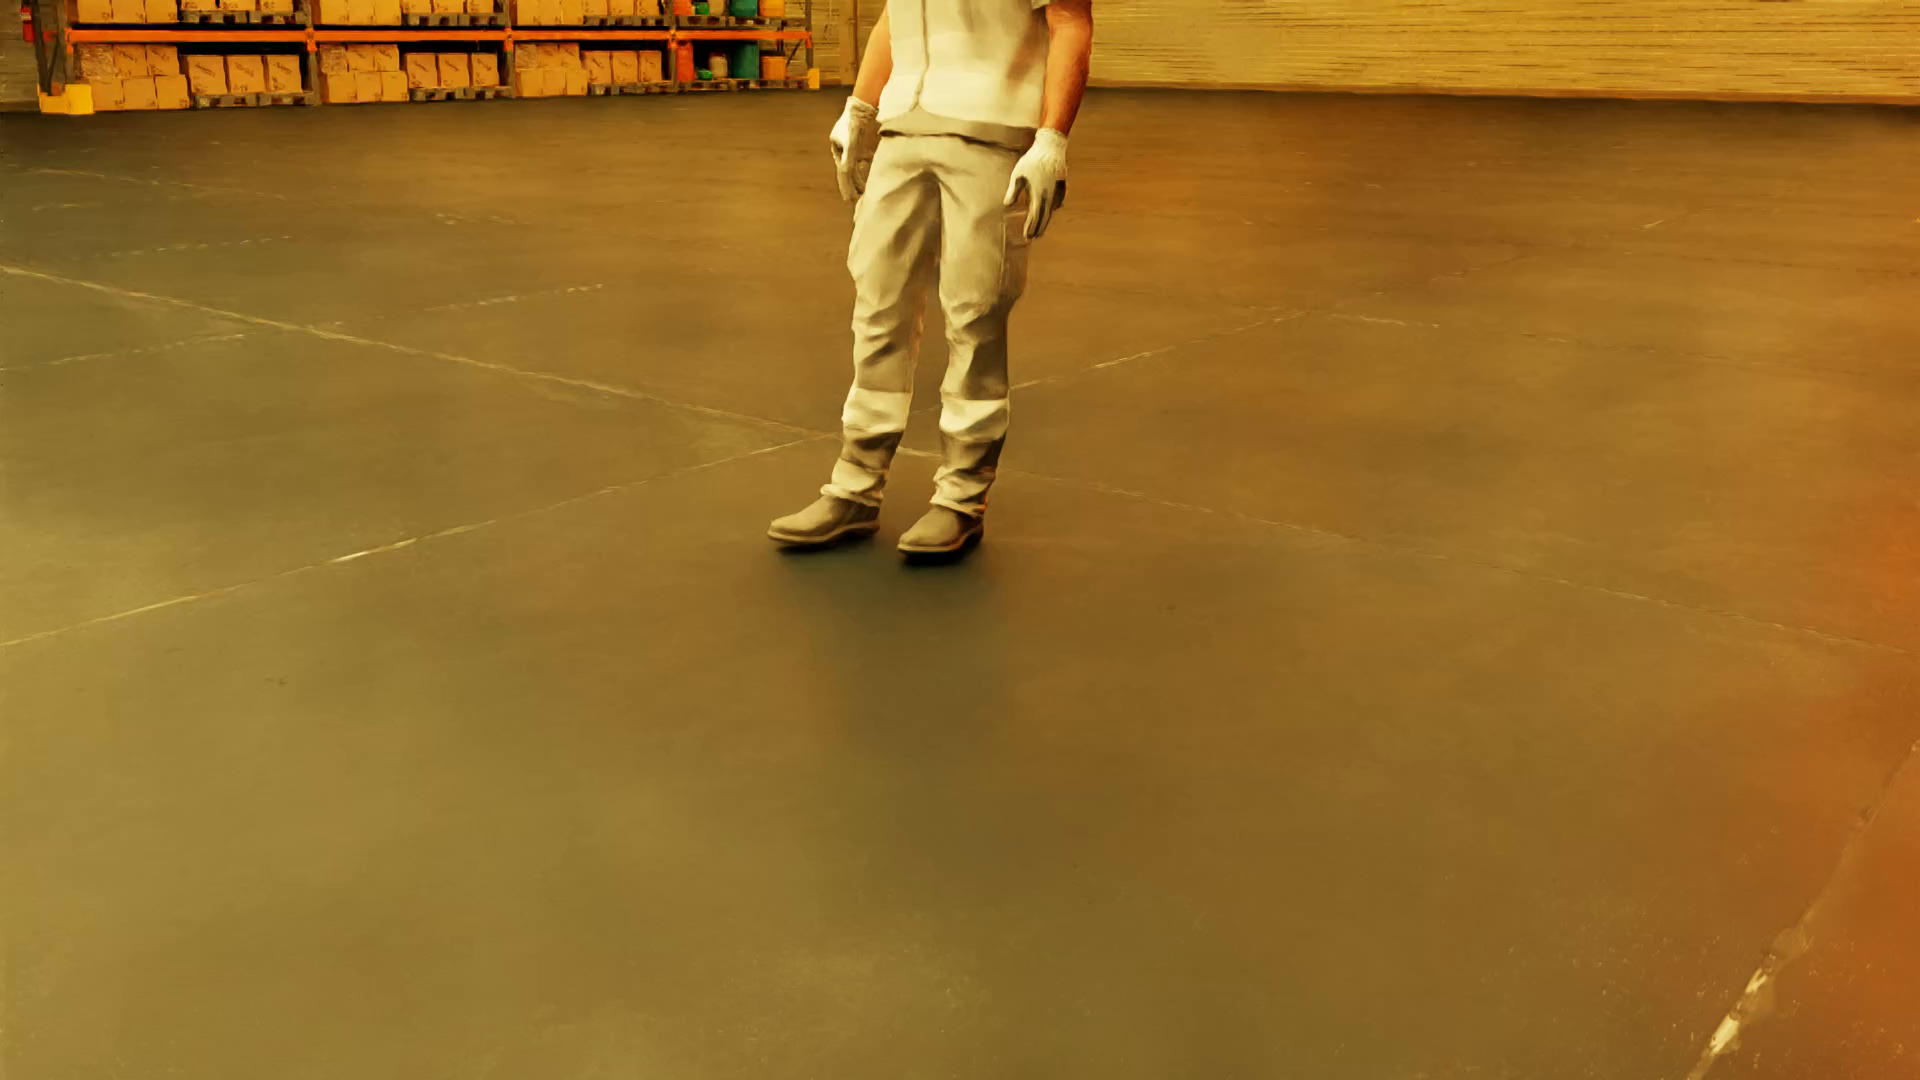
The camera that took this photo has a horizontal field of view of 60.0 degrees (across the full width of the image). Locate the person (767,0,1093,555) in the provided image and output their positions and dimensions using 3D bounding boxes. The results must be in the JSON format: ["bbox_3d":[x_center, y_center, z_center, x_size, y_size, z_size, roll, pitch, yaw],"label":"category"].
[{"bbox_3d":[-0.060,-0.847,3.627,0.637,1.787,0.563,13,21,37],"label":"person"}]
